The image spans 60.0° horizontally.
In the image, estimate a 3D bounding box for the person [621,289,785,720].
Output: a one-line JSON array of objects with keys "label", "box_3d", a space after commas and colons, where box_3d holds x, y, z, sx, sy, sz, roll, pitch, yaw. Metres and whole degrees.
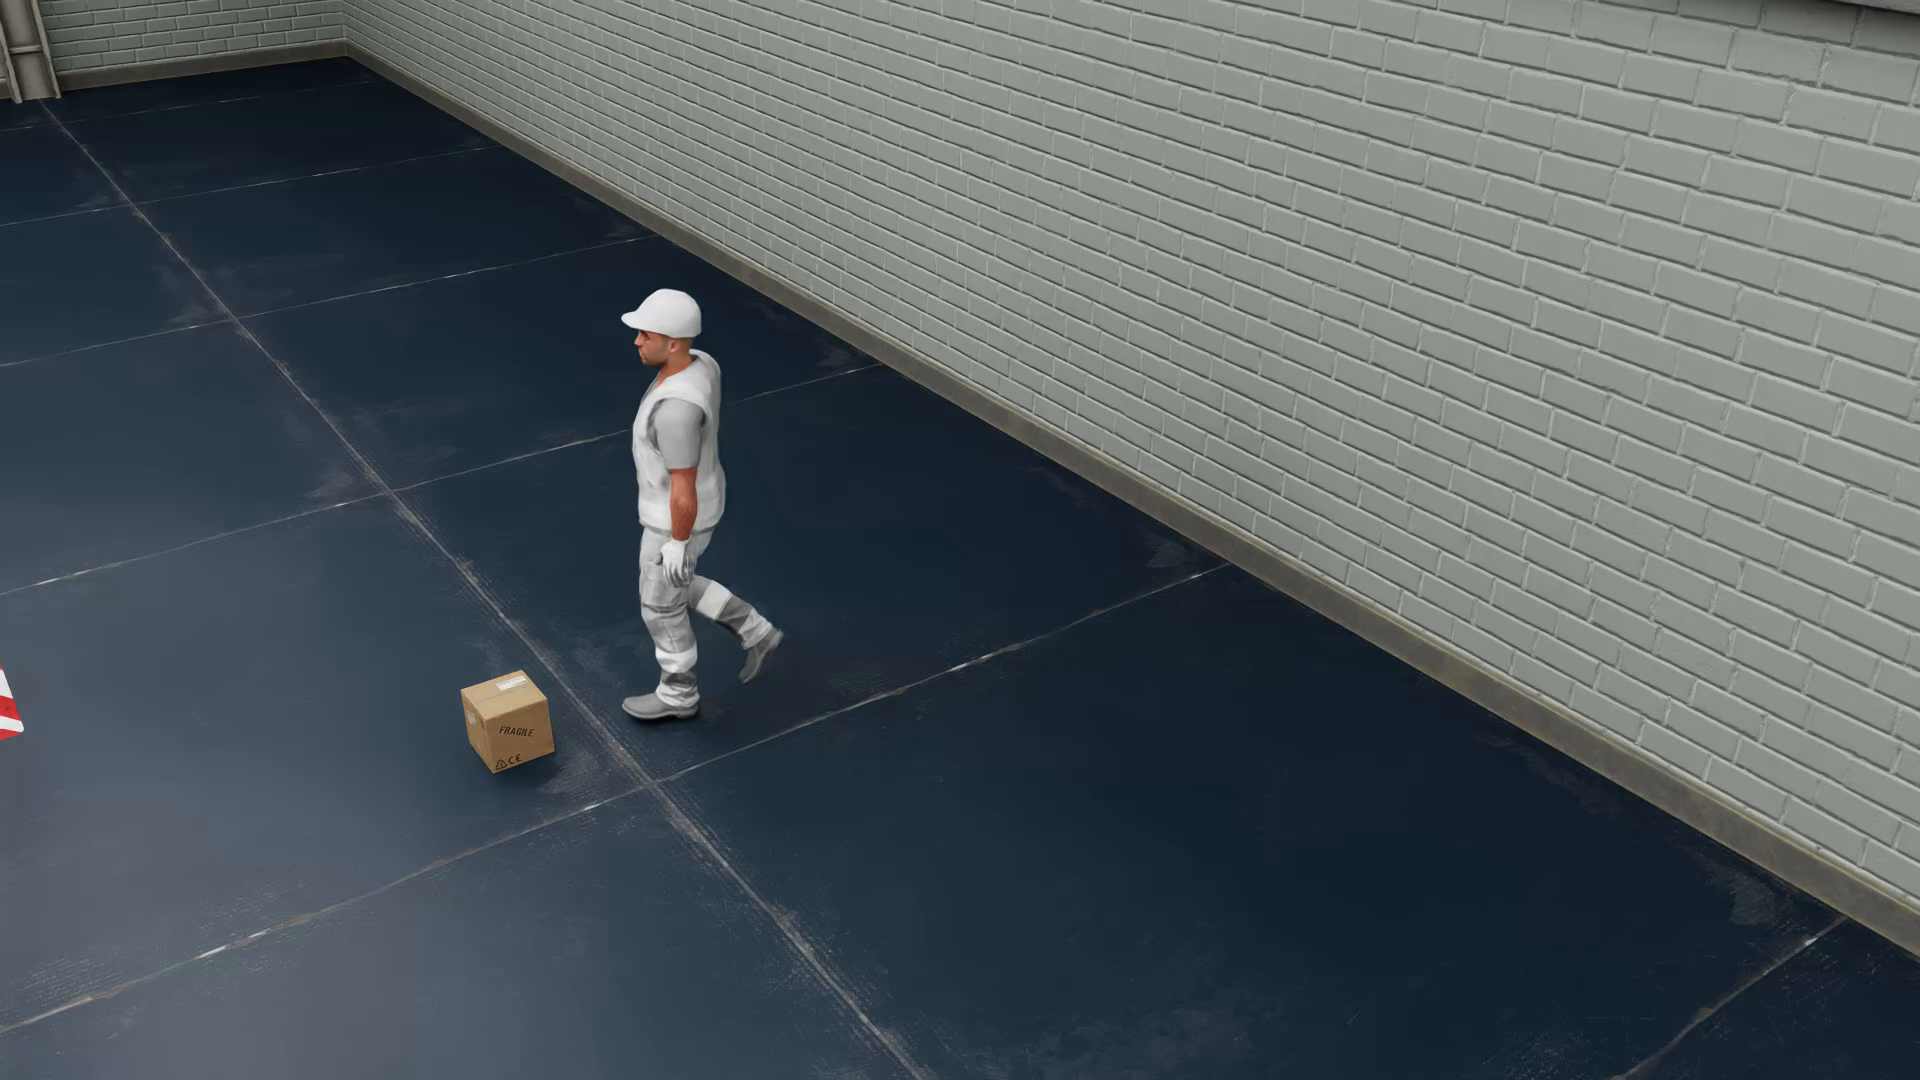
[{"label": "person", "box_3d": [-1.025, -0.099, 6.253, 0.645, 1.779, 0.580, 1, 28, 2]}]
